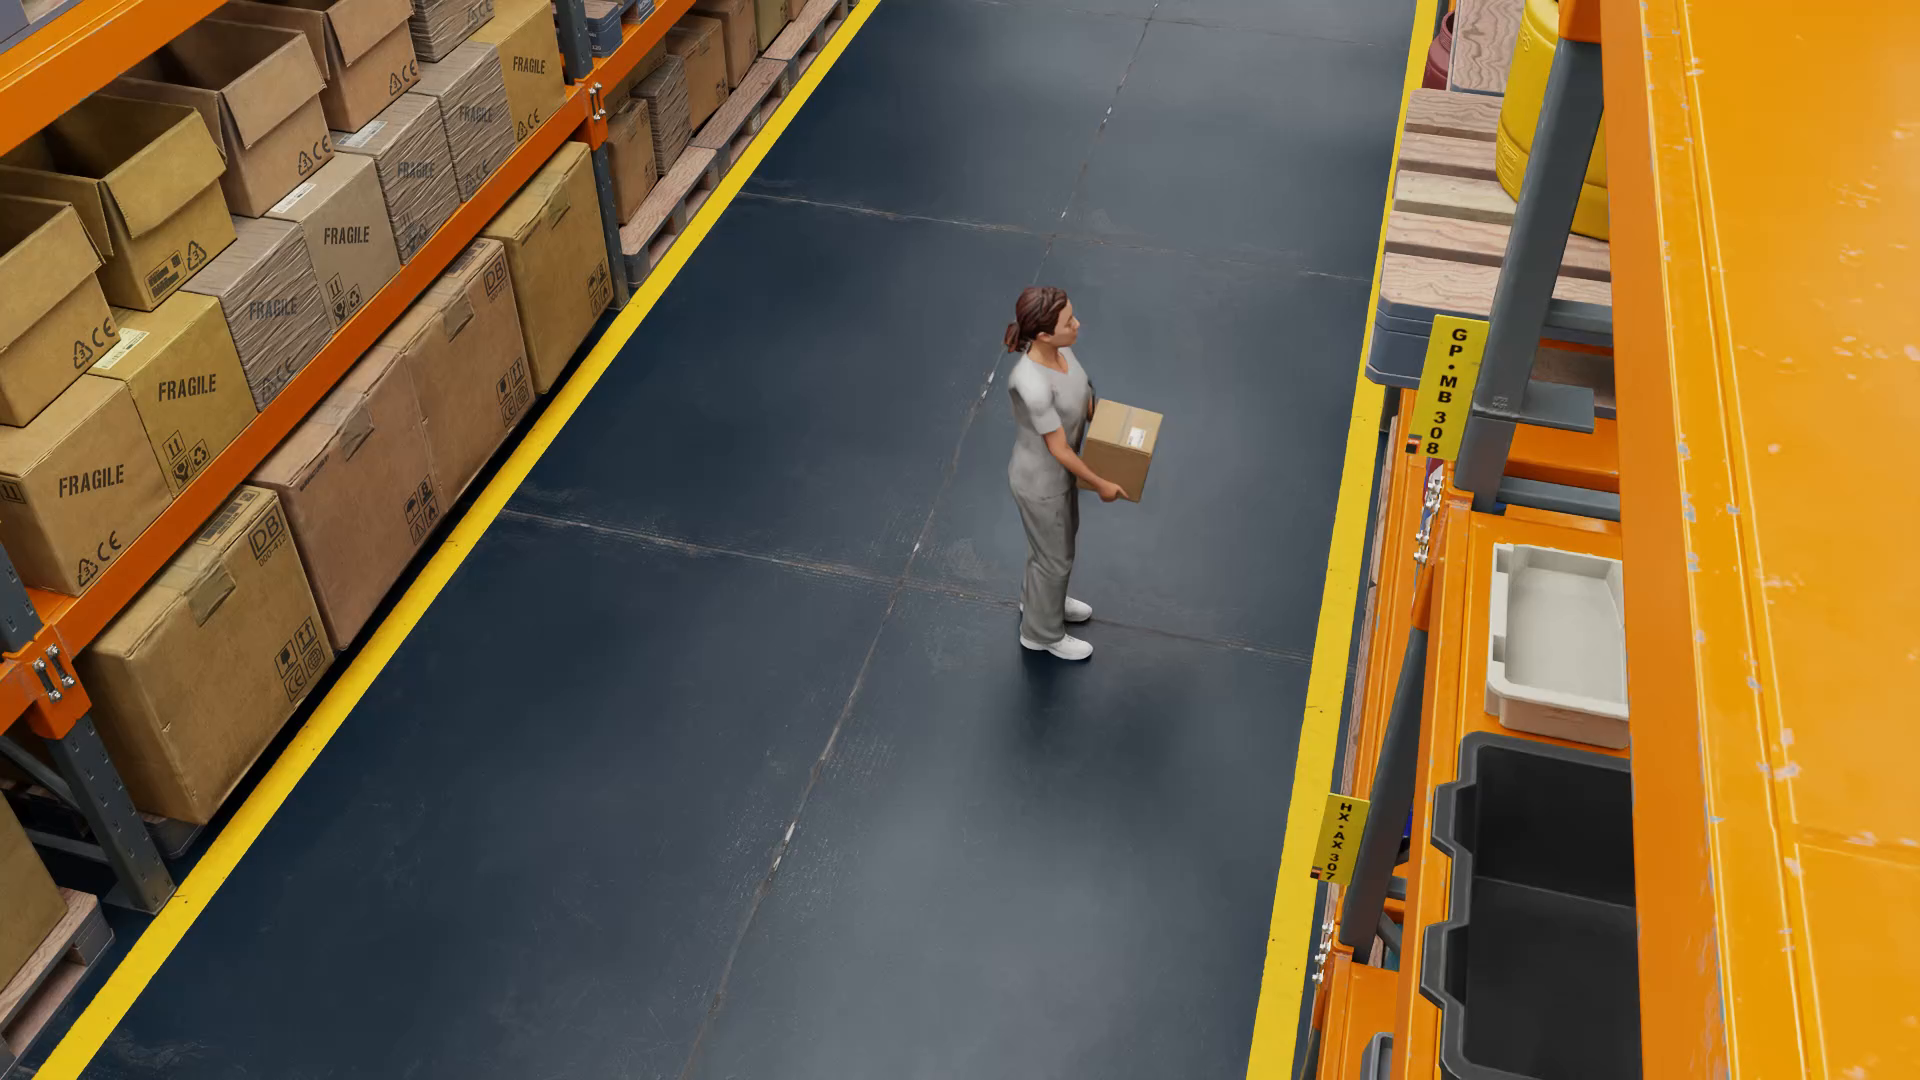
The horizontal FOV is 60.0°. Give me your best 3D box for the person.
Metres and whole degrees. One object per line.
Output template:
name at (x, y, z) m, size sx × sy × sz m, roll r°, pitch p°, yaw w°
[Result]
person at (0.412, -0.242, 6.447) m, size 0.538 × 1.666 × 0.435 m, roll 10°, pitch 42°, yaw 11°
